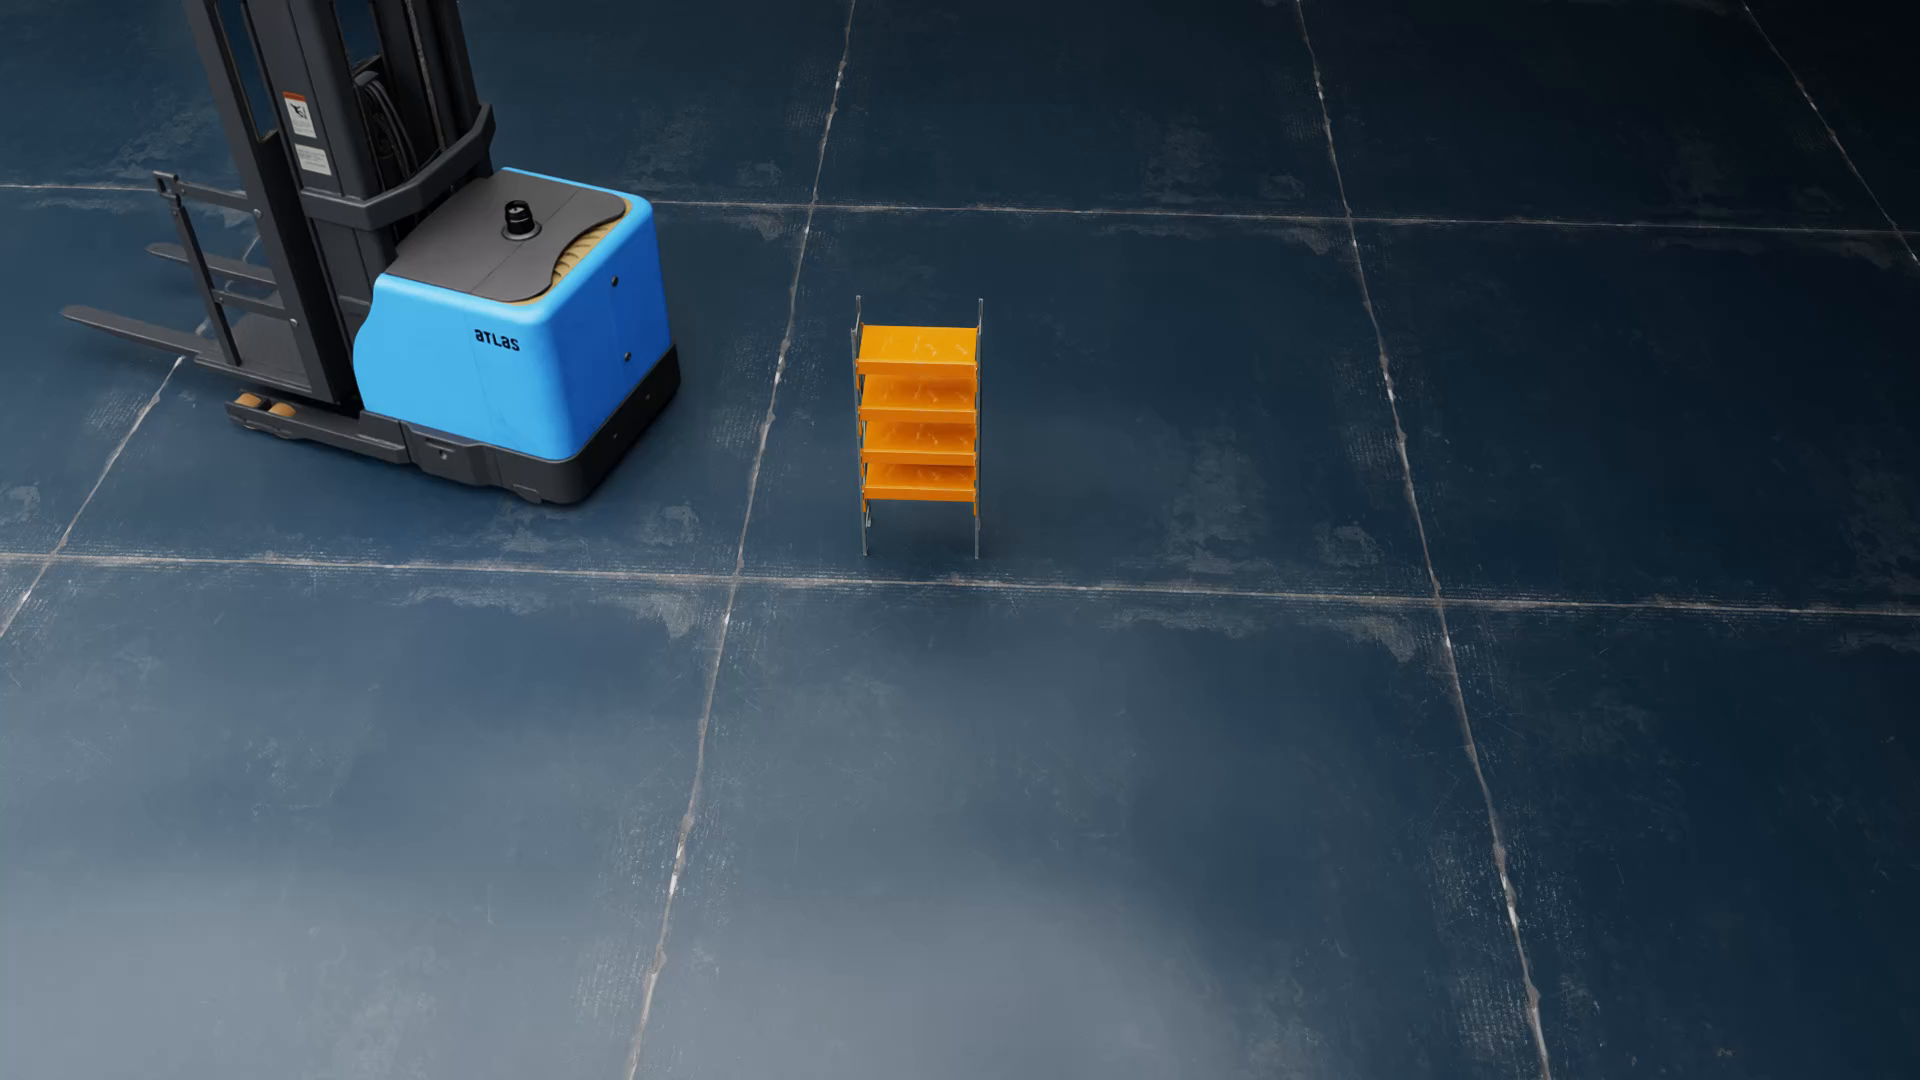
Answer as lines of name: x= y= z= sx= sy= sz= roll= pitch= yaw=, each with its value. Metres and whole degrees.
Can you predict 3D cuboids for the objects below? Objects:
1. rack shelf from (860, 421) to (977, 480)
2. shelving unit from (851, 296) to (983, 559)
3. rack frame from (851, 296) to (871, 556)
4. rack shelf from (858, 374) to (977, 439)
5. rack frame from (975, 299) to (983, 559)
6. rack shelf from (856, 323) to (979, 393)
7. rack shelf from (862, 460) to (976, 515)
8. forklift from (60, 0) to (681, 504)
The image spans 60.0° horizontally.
rack shelf: x=-0.165 y=-0.395 z=6.978 sx=0.480 sy=0.148 sz=0.258 roll=2 pitch=43 yaw=2
shelving unit: x=-0.165 y=-0.444 z=6.932 sx=0.503 sy=1.200 sz=0.258 roll=2 pitch=43 yaw=2
rack frame: x=-0.409 y=-0.452 z=6.940 sx=0.015 sy=1.200 sz=0.240 roll=2 pitch=43 yaw=2
rack shelf: x=-0.165 y=-0.559 z=6.825 sx=0.480 sy=0.148 sz=0.258 roll=2 pitch=43 yaw=2
rack frame: x=0.078 y=-0.437 z=6.924 sx=0.015 sy=1.200 sz=0.240 roll=2 pitch=43 yaw=2
rack shelf: x=-0.165 y=-0.732 z=6.664 sx=0.480 sy=0.148 sz=0.258 roll=2 pitch=43 yaw=2
rack shelf: x=-0.165 y=-0.250 z=7.113 sx=0.480 sy=0.148 sz=0.258 roll=2 pitch=43 yaw=2
forklift: x=-2.922 y=-1.870 z=7.193 sx=3.031 sy=2.935 sz=1.130 roll=15 pitch=45 yaw=15
